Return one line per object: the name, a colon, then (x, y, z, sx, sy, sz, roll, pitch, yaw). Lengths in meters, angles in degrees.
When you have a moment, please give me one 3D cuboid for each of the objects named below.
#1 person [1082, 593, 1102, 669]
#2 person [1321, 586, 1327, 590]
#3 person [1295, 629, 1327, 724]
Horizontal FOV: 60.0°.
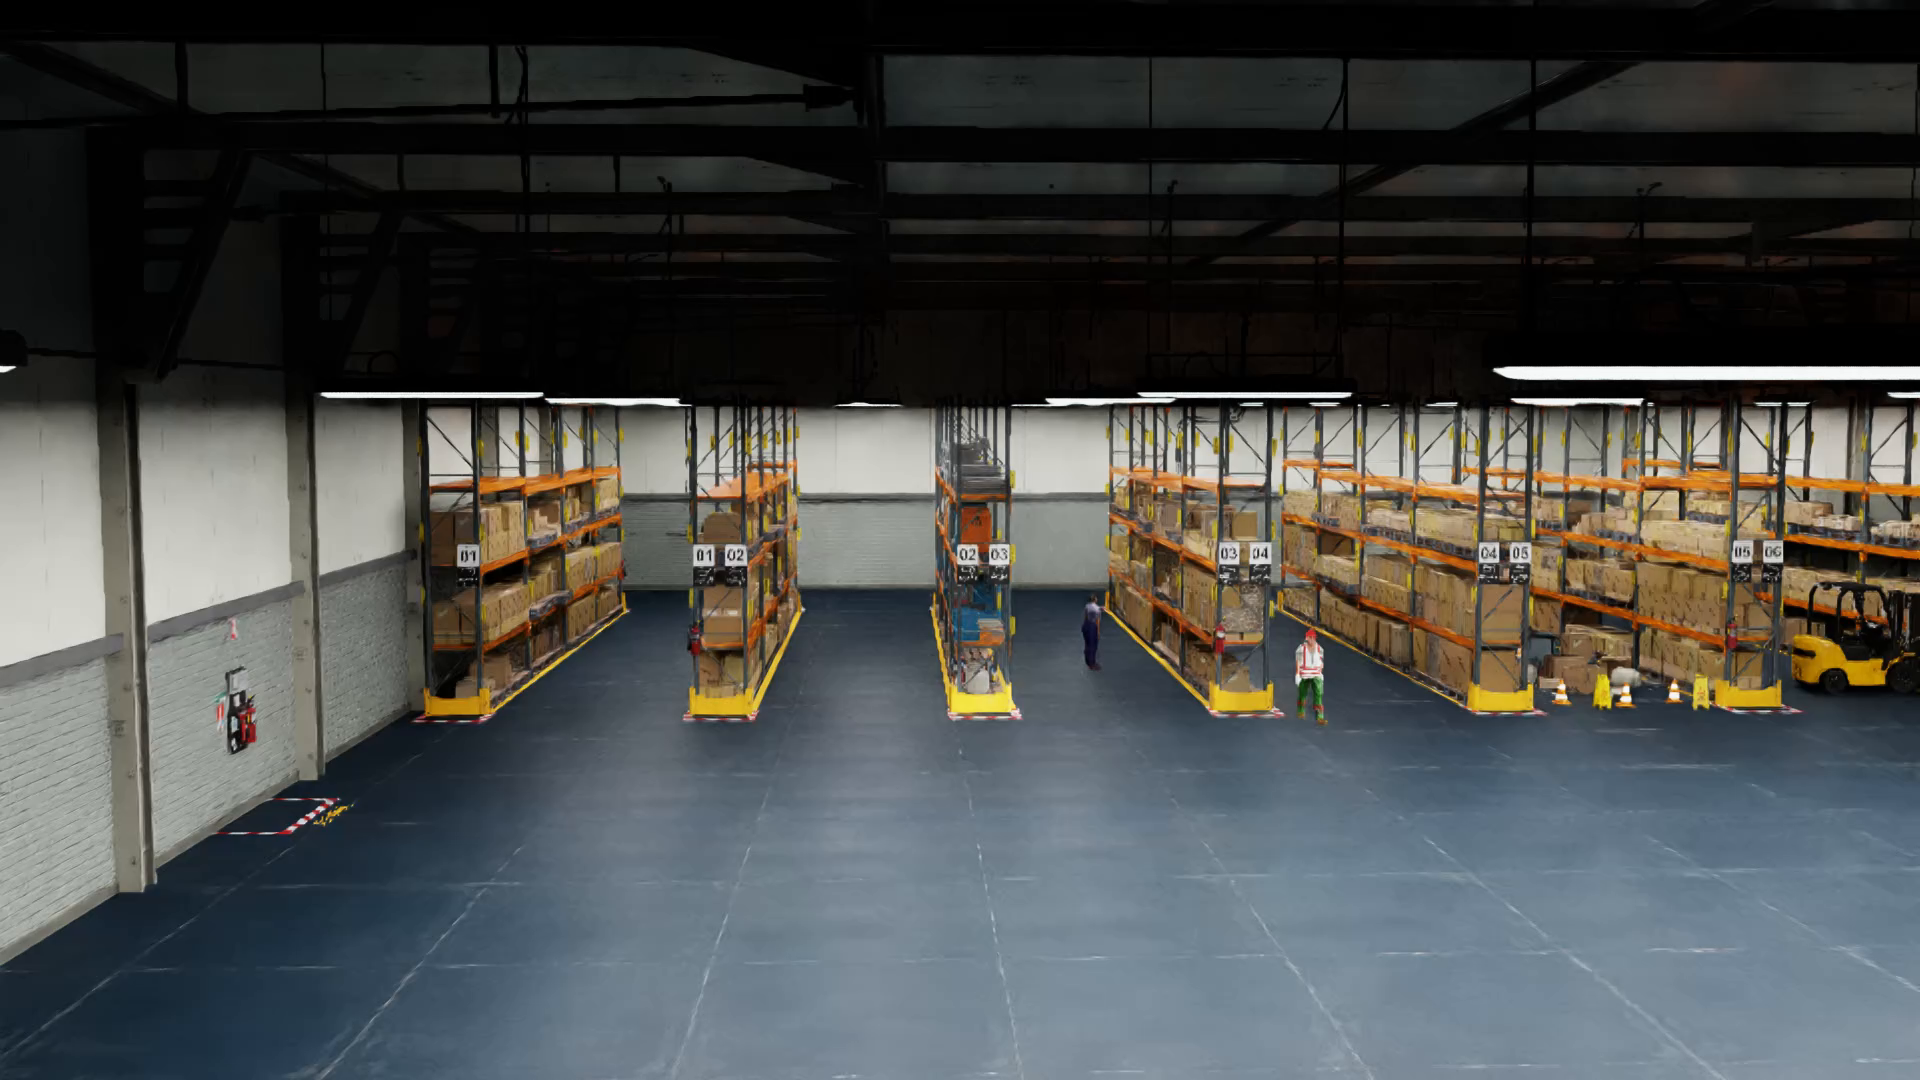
person: (2.960, 1.991, 36.819, 0.443, 1.658, 0.579, -3, 5, -32)
person: (10.569, 1.050, 48.807, 0.511, 1.679, 0.487, -3, 5, -31)
person: (6.387, 2.467, 30.337, 0.553, 1.709, 1.123, 0, 4, 0)
